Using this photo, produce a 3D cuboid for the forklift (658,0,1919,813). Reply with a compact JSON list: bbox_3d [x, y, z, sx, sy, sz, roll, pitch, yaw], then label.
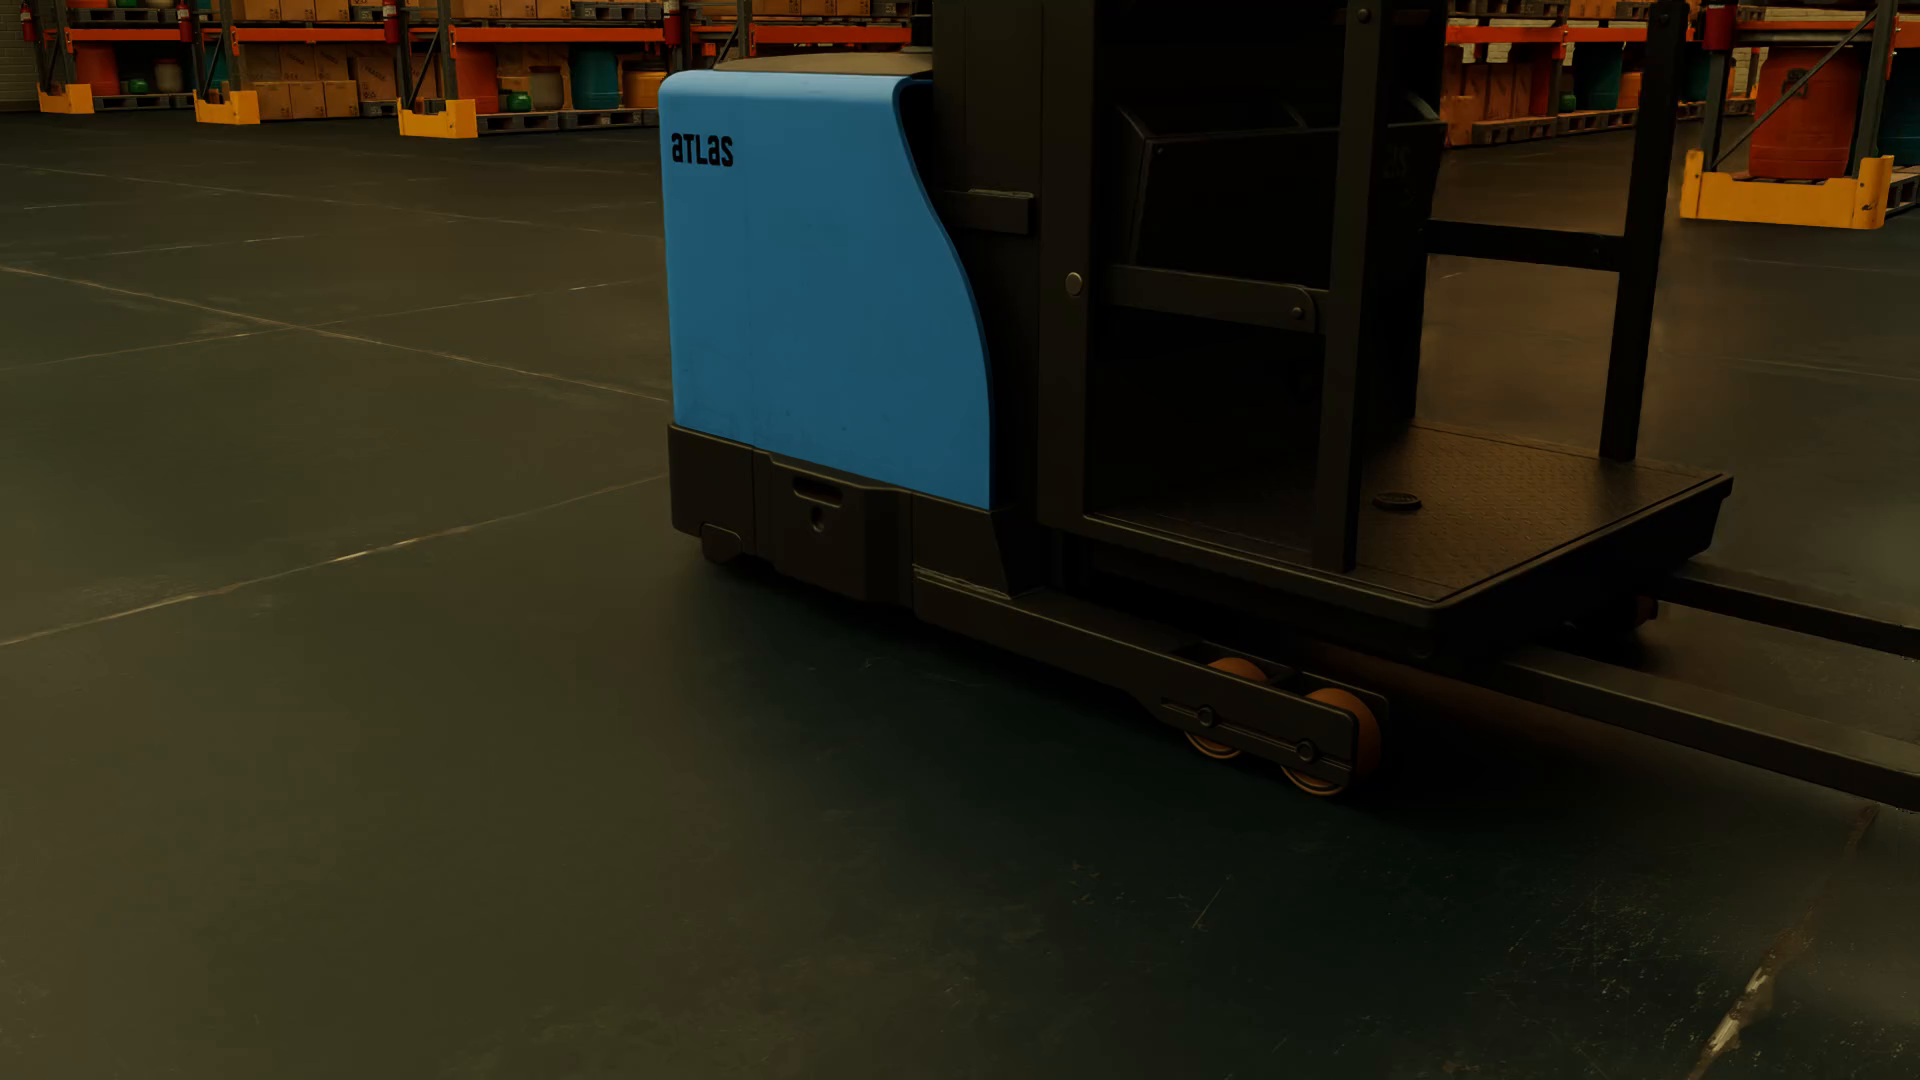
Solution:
[{"bbox_3d":[0.736,-1.170,2.749,1.130,2.935,3.031,-16,23,-42],"label":"forklift"}]
